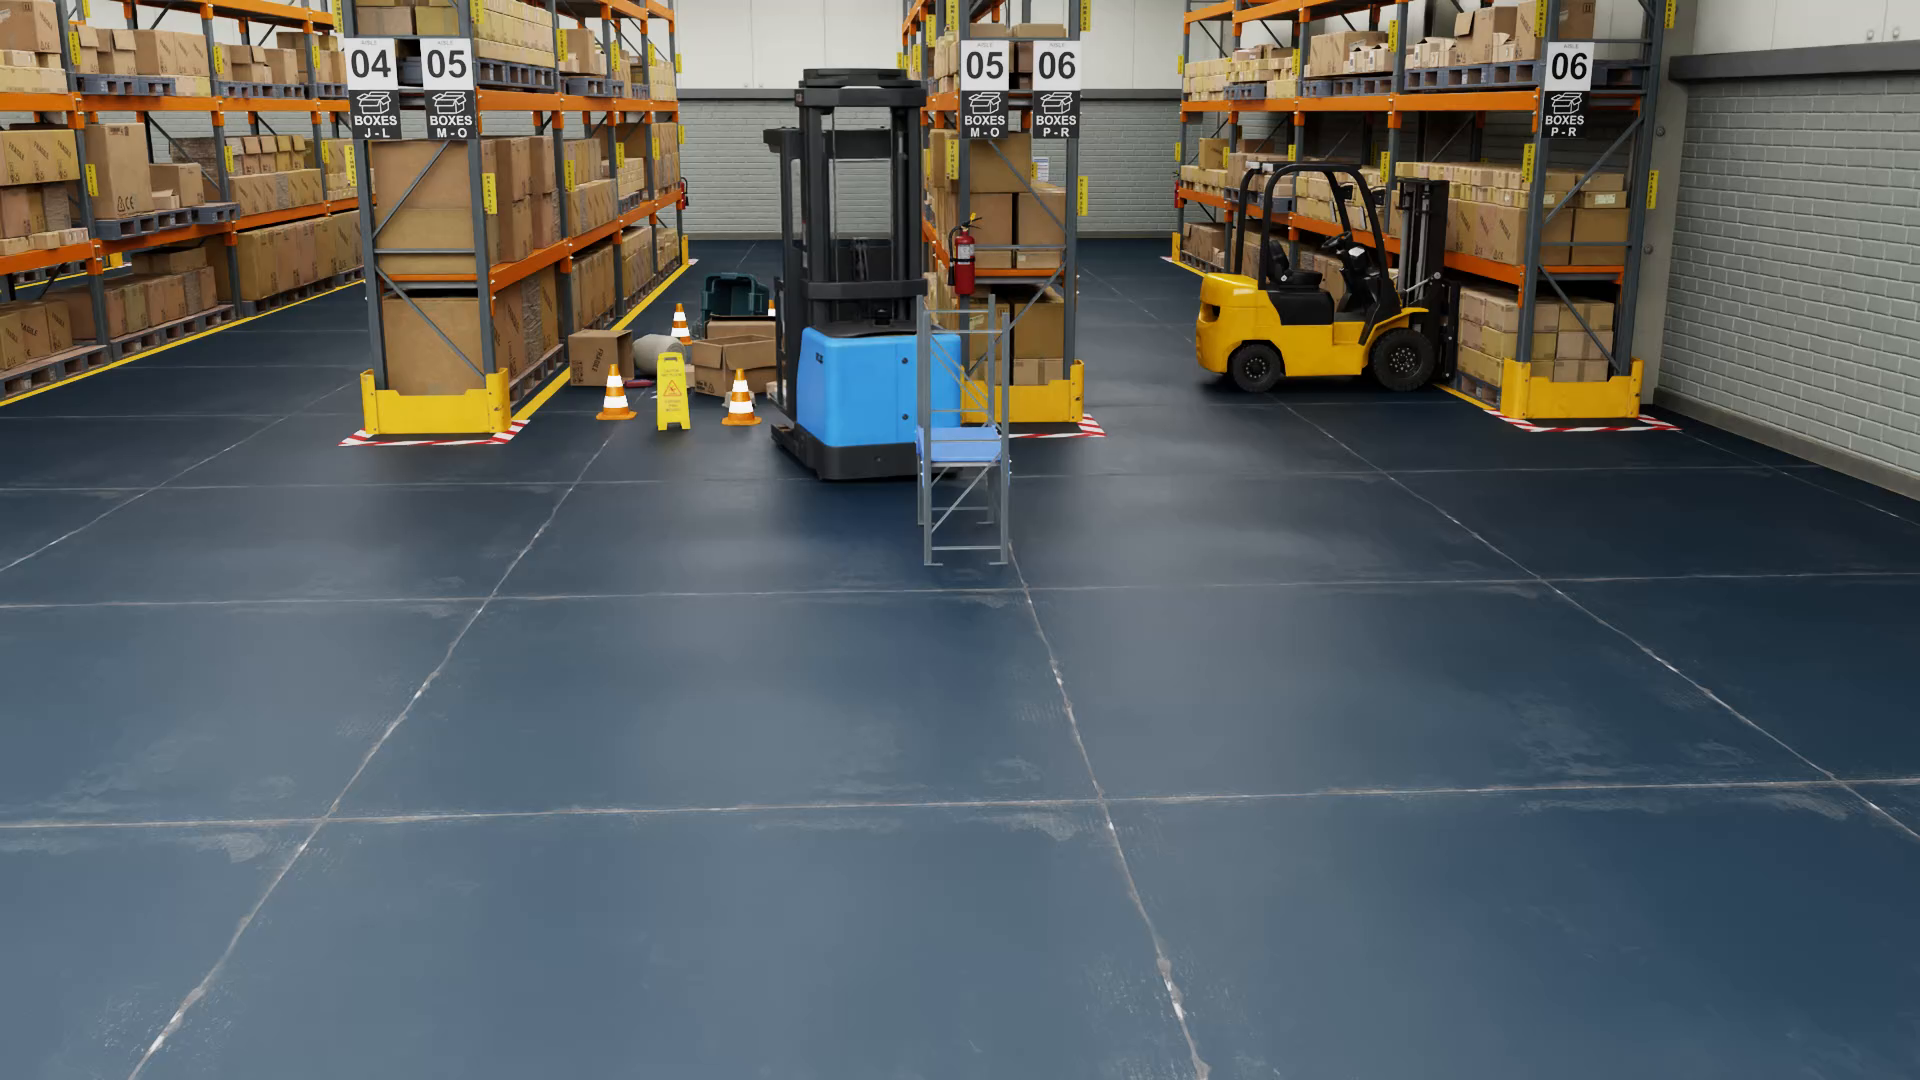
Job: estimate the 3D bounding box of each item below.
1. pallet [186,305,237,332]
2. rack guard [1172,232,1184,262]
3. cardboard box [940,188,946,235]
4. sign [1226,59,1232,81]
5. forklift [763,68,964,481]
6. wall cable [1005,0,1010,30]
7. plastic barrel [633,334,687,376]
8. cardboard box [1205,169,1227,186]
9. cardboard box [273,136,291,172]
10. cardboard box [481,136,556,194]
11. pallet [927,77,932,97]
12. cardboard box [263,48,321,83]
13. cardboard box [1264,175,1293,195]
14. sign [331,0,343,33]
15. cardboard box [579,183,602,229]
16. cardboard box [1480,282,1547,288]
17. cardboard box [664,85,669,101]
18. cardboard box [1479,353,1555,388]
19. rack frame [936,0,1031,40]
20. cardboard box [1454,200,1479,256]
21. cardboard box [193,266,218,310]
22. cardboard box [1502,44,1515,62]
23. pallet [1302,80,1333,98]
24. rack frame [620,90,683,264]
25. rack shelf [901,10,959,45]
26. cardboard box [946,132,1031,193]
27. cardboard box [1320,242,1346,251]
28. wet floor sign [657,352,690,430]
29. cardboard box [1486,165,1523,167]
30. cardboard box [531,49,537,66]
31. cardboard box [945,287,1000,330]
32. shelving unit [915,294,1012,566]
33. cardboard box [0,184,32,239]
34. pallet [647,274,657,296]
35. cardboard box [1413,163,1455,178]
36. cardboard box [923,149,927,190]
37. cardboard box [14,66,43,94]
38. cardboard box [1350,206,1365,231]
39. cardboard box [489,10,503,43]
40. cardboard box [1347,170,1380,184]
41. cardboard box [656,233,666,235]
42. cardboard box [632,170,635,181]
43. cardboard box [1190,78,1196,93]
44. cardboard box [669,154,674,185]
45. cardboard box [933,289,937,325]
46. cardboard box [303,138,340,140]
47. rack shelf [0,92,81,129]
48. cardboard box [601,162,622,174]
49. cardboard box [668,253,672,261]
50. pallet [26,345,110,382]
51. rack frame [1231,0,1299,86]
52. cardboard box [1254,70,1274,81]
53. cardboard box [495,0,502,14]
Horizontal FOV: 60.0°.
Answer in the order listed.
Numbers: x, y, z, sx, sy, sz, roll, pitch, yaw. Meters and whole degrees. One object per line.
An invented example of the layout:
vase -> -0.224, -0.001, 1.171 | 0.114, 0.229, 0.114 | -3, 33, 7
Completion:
pallet -> -9.847, -2.793, 20.957 | 1.003, 0.211, 1.213 | -1, 14, -3
rack guard -> 4.460, -5.328, 30.232 | 1.175, 0.500, 0.348 | -1, 14, -3
cardboard box -> 0.066, -3.325, 16.632 | 0.500, 0.500, 0.500 | -1, 14, -4
sign -> 4.162, -7.256, 25.649 | 0.100, 0.325, 0.005 | -1, 14, -3
forklift -> -0.903, -2.173, 13.089 | 1.130, 2.935, 3.031 | -5, 15, -17
wall cable -> 2.401, -10.859, 34.595 | 2.988, 3.039, 0.133 | -1, 14, -3
plastic barrel -> -3.088, -1.888, 17.015 | 0.512, 0.421, 0.421 | 10, 18, 35
cardboard box -> 4.364, -6.006, 27.553 | 0.500, 0.250, 0.500 | -1, 14, -4
cardboard box -> -10.063, -5.537, 23.813 | 0.797, 0.503, 0.637 | -1, 14, -3
cardboard box -> -4.551, -3.763, 16.662 | 0.875, 0.550, 0.550 | -1, 14, -3
pallet -> 0.245, -5.271, 19.348 | 1.213, 0.211, 1.003 | -1, 14, -3
cardboard box -> -10.250, -7.279, 25.533 | 0.700, 0.500, 0.500 | -2, 15, -7
cardboard box -> 4.562, -4.956, 23.228 | 0.500, 0.250, 0.500 | -2, 15, -6
sign -> -4.984, -4.238, 13.339 | 0.100, 0.325, 0.005 | -1, 14, -3
cardboard box -> -4.545, -3.954, 19.673 | 0.500, 0.500, 0.500 | -1, 14, -3
cardboard box -> 5.526, -2.433, 16.632 | 0.500, 0.250, 0.500 | -1, 14, -5
cardboard box -> -5.032, -7.267, 27.033 | 0.500, 0.250, 0.500 | 0, 14, -1
cardboard box -> 5.102, -1.562, 15.254 | 0.500, 0.250, 0.500 | -1, 14, -3
rack frame -> 0.245, -6.401, 17.346 | 1.000, 3.000, 0.127 | -1, 14, -3
cardboard box -> 5.099, -3.002, 15.973 | 0.500, 0.500, 0.500 | -1, 14, -4
cardboard box -> -9.833, -3.174, 20.975 | 0.700, 0.500, 0.500 | -2, 15, -6
cardboard box -> 5.092, -4.363, 14.904 | 0.380, 0.149, 0.250 | -1, 14, -5
pallet -> 5.082, -5.762, 21.260 | 1.213, 0.211, 1.003 | 0, 14, -1
rack frame -> -5.433, -6.379, 29.298 | 1.000, 3.000, 0.127 | -1, 14, -3
rack shelf -> -0.375, -8.346, 27.151 | 1.077, 0.370, 4.000 | -1, 14, -3
cardboard box -> 0.243, -3.301, 14.533 | 0.700, 0.500, 0.500 | -1, 14, -5
cardboard box -> 5.240, -4.076, 23.221 | 0.380, 0.149, 0.250 | 0, 14, -2
wet floor sign -> -2.464, -1.283, 14.216 | 0.267, 0.644, 0.232 | -3, 15, -13
cardboard box -> 5.598, -3.750, 16.984 | 0.380, 0.149, 0.250 | -1, 14, -4
cardboard box -> -4.285, -4.639, 15.977 | 0.380, 0.149, 0.250 | -1, 14, -3
cardboard box -> 0.123, -2.186, 16.175 | 0.500, 0.500, 0.500 | -1, 14, -5
shelving unit -> 0.005, -0.705, 10.257 | 0.538, 1.500, 1.048 | -1, 14, -3
cardboard box -> -9.553, -3.175, 16.048 | 0.875, 0.500, 0.500 | -1, 14, -3
pallet -> -5.136, -3.840, 25.026 | 1.003, 0.211, 1.213 | -1, 14, -3
cardboard box -> 5.046, -3.933, 17.692 | 0.380, 0.149, 0.250 | -1, 14, -3
cardboard box -> -0.206, -4.771, 21.409 | 0.500, 0.500, 0.500 | -1, 14, -5
cardboard box -> -9.336, -4.483, 16.213 | 0.500, 0.250, 0.500 | -1, 14, -2
cardboard box -> 4.869, -3.747, 19.370 | 0.500, 0.250, 0.500 | -1, 14, -4
cardboard box -> -4.248, -4.426, 14.348 | 0.500, 0.250, 0.500 | -1, 14, -4
cardboard box -> 4.847, -4.335, 19.852 | 0.380, 0.149, 0.250 | -1, 14, -3
cardboard box -> -5.116, -5.037, 27.769 | 0.380, 0.149, 0.250 | -1, 14, -5
cardboard box -> -4.897, -5.254, 23.990 | 0.380, 0.149, 0.250 | -2, 15, -6
cardboard box -> 4.262, -7.841, 28.666 | 0.500, 0.250, 0.500 | -1, 14, -2
cardboard box -> -5.081, -6.209, 27.842 | 0.500, 0.500, 0.500 | -1, 14, -3
cardboard box -> 0.162, -2.736, 19.570 | 0.950, 0.372, 0.625 | 0, 14, 0
cardboard box -> -10.560, -6.385, 27.522 | 0.500, 0.500, 0.500 | -1, 14, -5
rack shelf -> -9.522, -3.950, 15.281 | 1.077, 0.370, 4.000 | -1, 14, -3
cardboard box -> -4.819, -5.071, 22.681 | 0.380, 0.149, 0.250 | -1, 15, -6
cardboard box -> -5.041, -4.752, 27.855 | 0.380, 0.149, 0.250 | -1, 14, -2
pallet -> -9.569, -1.826, 17.199 | 1.003, 0.211, 1.213 | -1, 14, -3
rack frame -> 4.703, -8.468, 25.380 | 1.000, 3.000, 0.127 | -1, 14, -3
cardboard box -> 4.445, -6.683, 23.923 | 0.380, 0.149, 0.250 | -1, 14, -2
cardboard box -> -4.190, -4.645, 14.401 | 0.380, 0.149, 0.250 | -1, 14, -3
